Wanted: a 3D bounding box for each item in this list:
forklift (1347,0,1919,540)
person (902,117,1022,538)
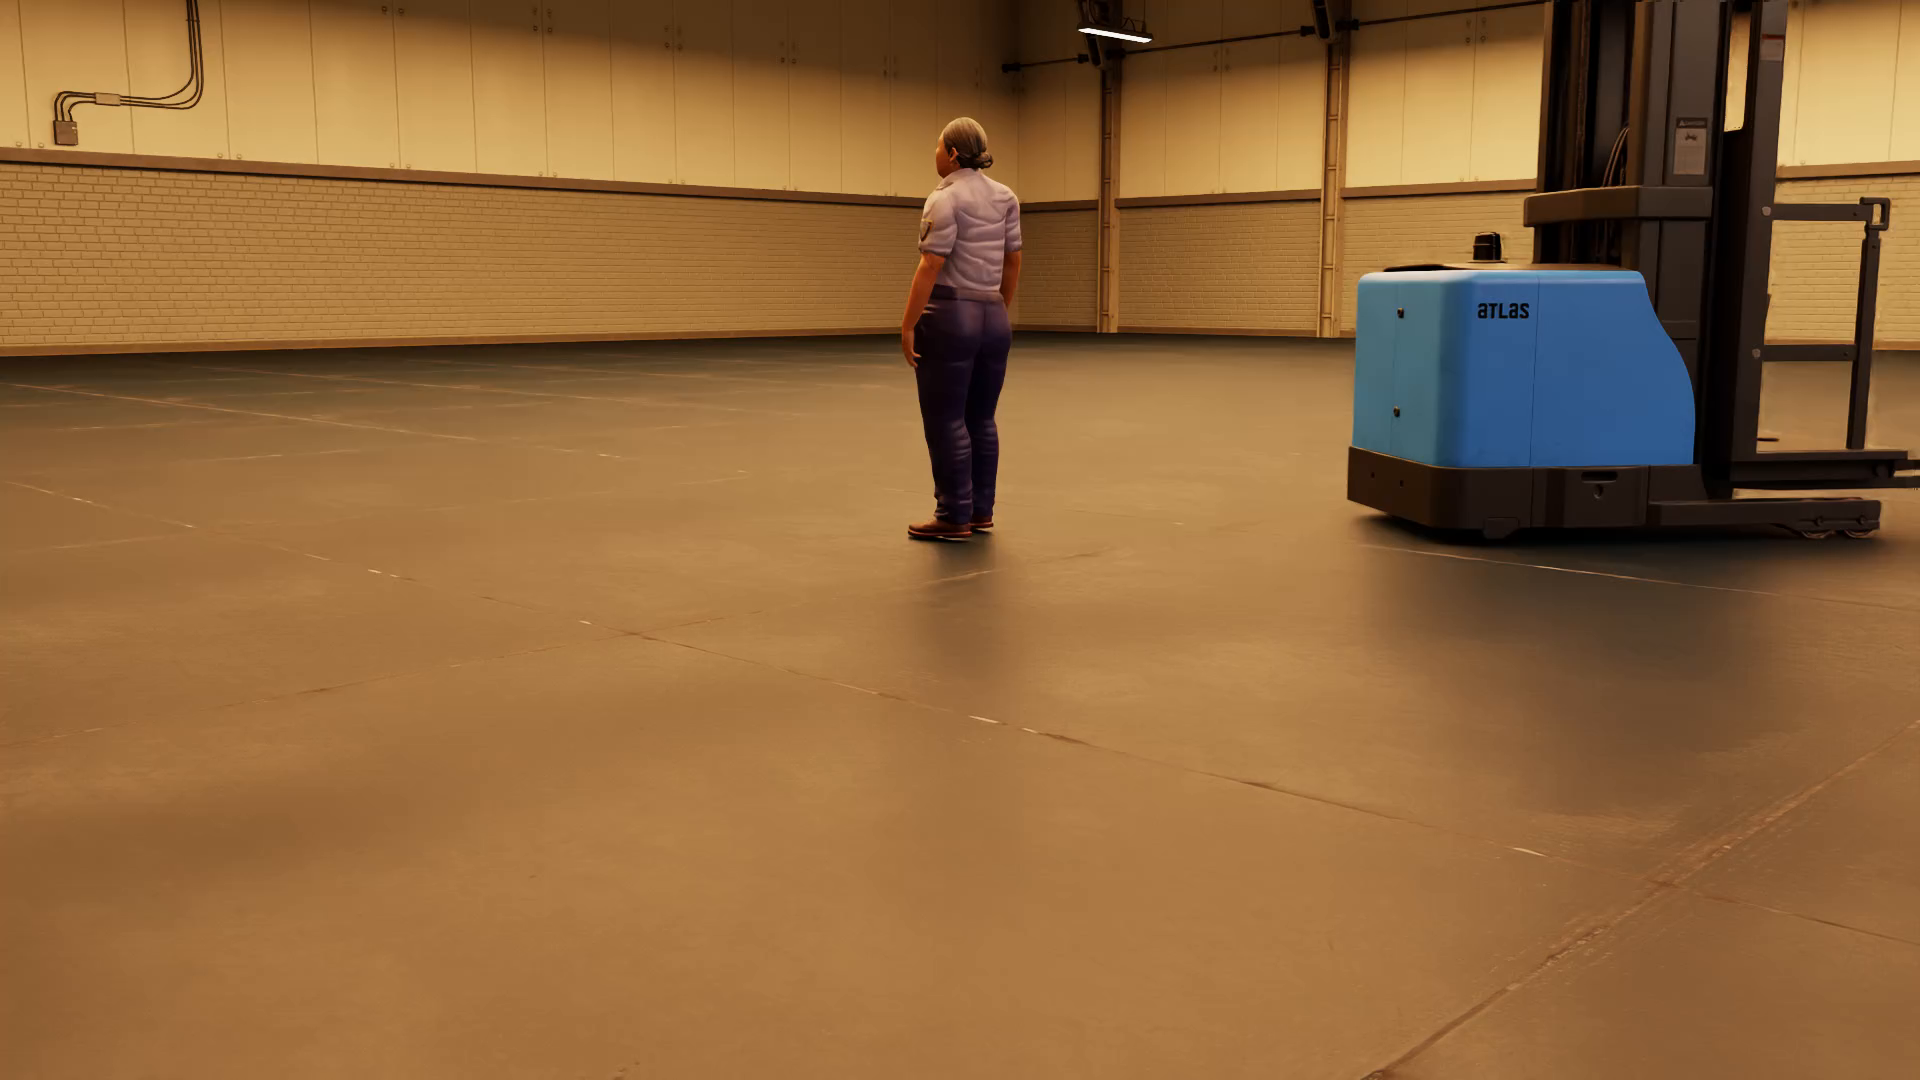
[{"bbox_3d":[3.292,-1.527,7.016,3.031,2.935,1.130,-1,9,-8],"label":"forklift"},{"bbox_3d":[-0.049,-0.834,6.671,0.503,1.650,0.599,8,12,43],"label":"person"}]
